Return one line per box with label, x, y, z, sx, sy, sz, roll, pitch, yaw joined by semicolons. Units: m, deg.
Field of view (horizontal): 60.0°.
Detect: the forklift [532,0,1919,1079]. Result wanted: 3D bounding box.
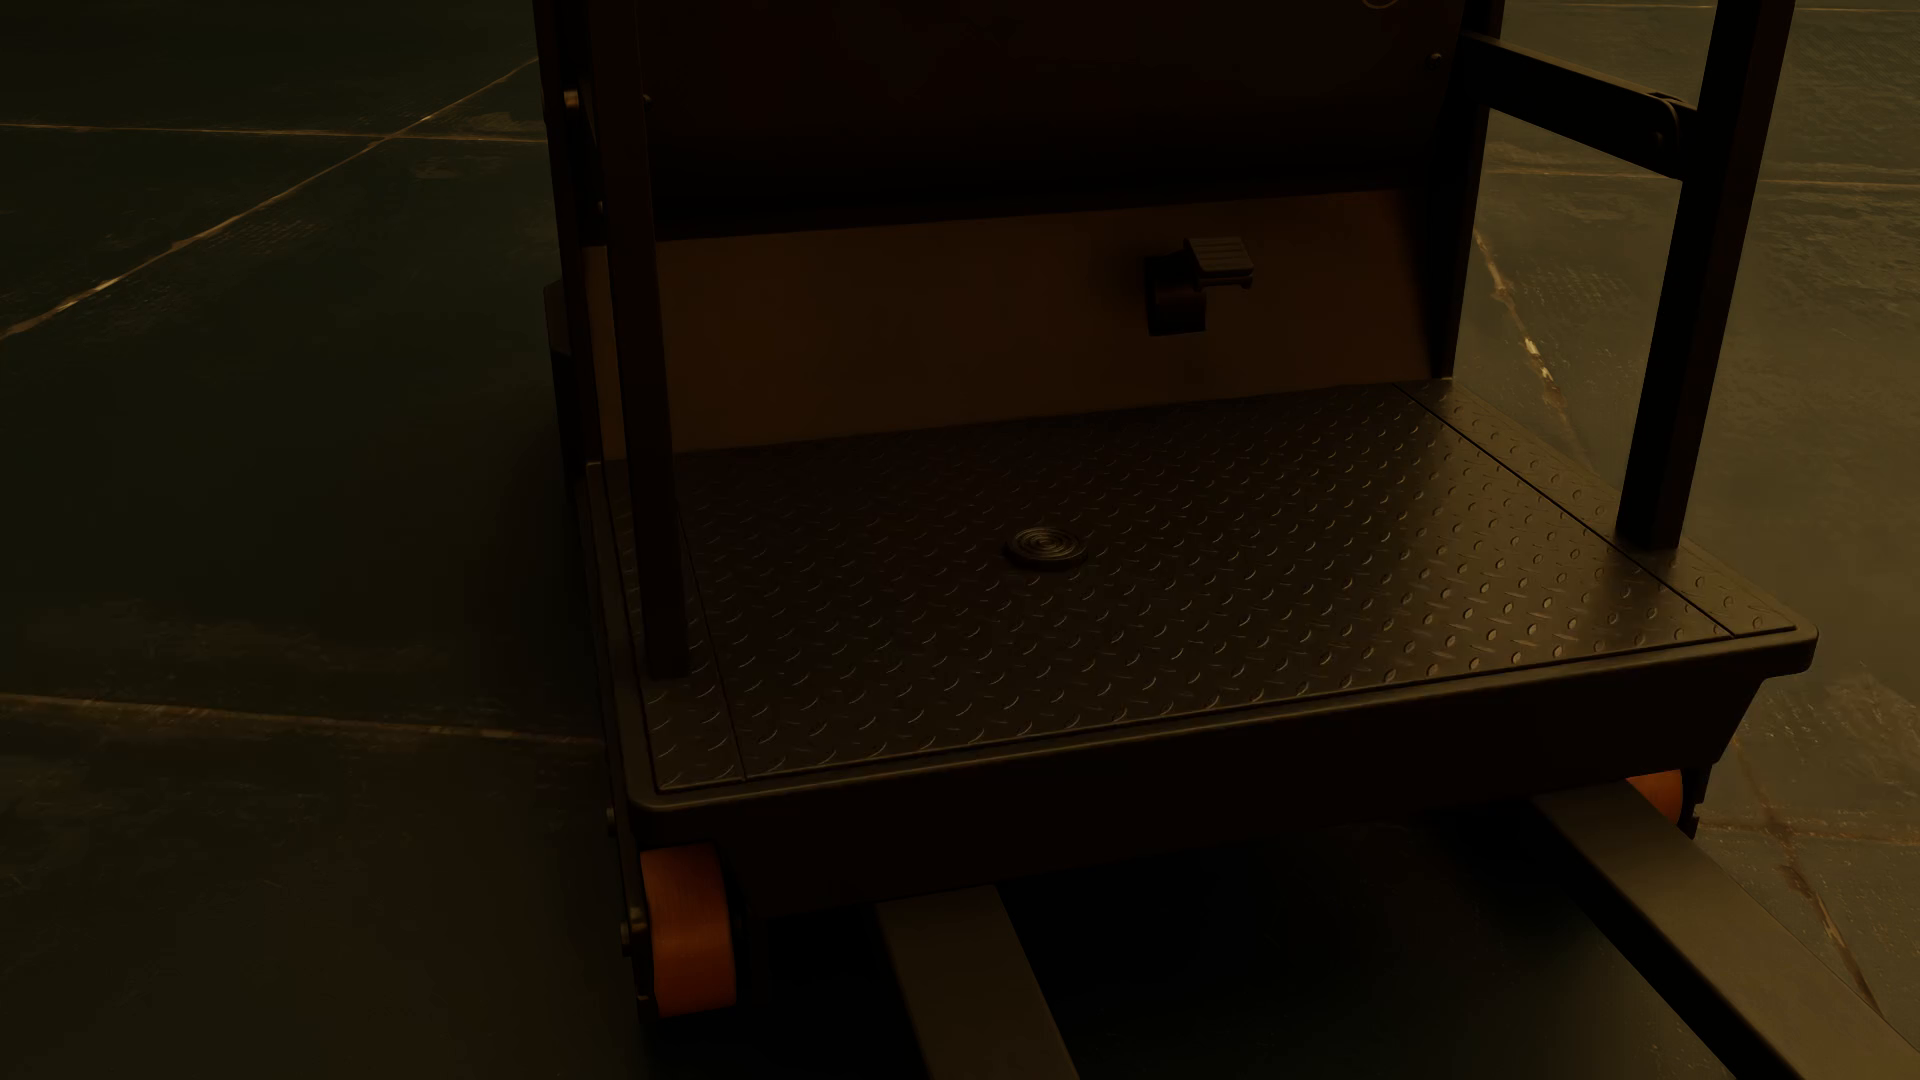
forklift;0.153;-1.049;1.319;1.130;2.935;3.031;-7;27;-13
